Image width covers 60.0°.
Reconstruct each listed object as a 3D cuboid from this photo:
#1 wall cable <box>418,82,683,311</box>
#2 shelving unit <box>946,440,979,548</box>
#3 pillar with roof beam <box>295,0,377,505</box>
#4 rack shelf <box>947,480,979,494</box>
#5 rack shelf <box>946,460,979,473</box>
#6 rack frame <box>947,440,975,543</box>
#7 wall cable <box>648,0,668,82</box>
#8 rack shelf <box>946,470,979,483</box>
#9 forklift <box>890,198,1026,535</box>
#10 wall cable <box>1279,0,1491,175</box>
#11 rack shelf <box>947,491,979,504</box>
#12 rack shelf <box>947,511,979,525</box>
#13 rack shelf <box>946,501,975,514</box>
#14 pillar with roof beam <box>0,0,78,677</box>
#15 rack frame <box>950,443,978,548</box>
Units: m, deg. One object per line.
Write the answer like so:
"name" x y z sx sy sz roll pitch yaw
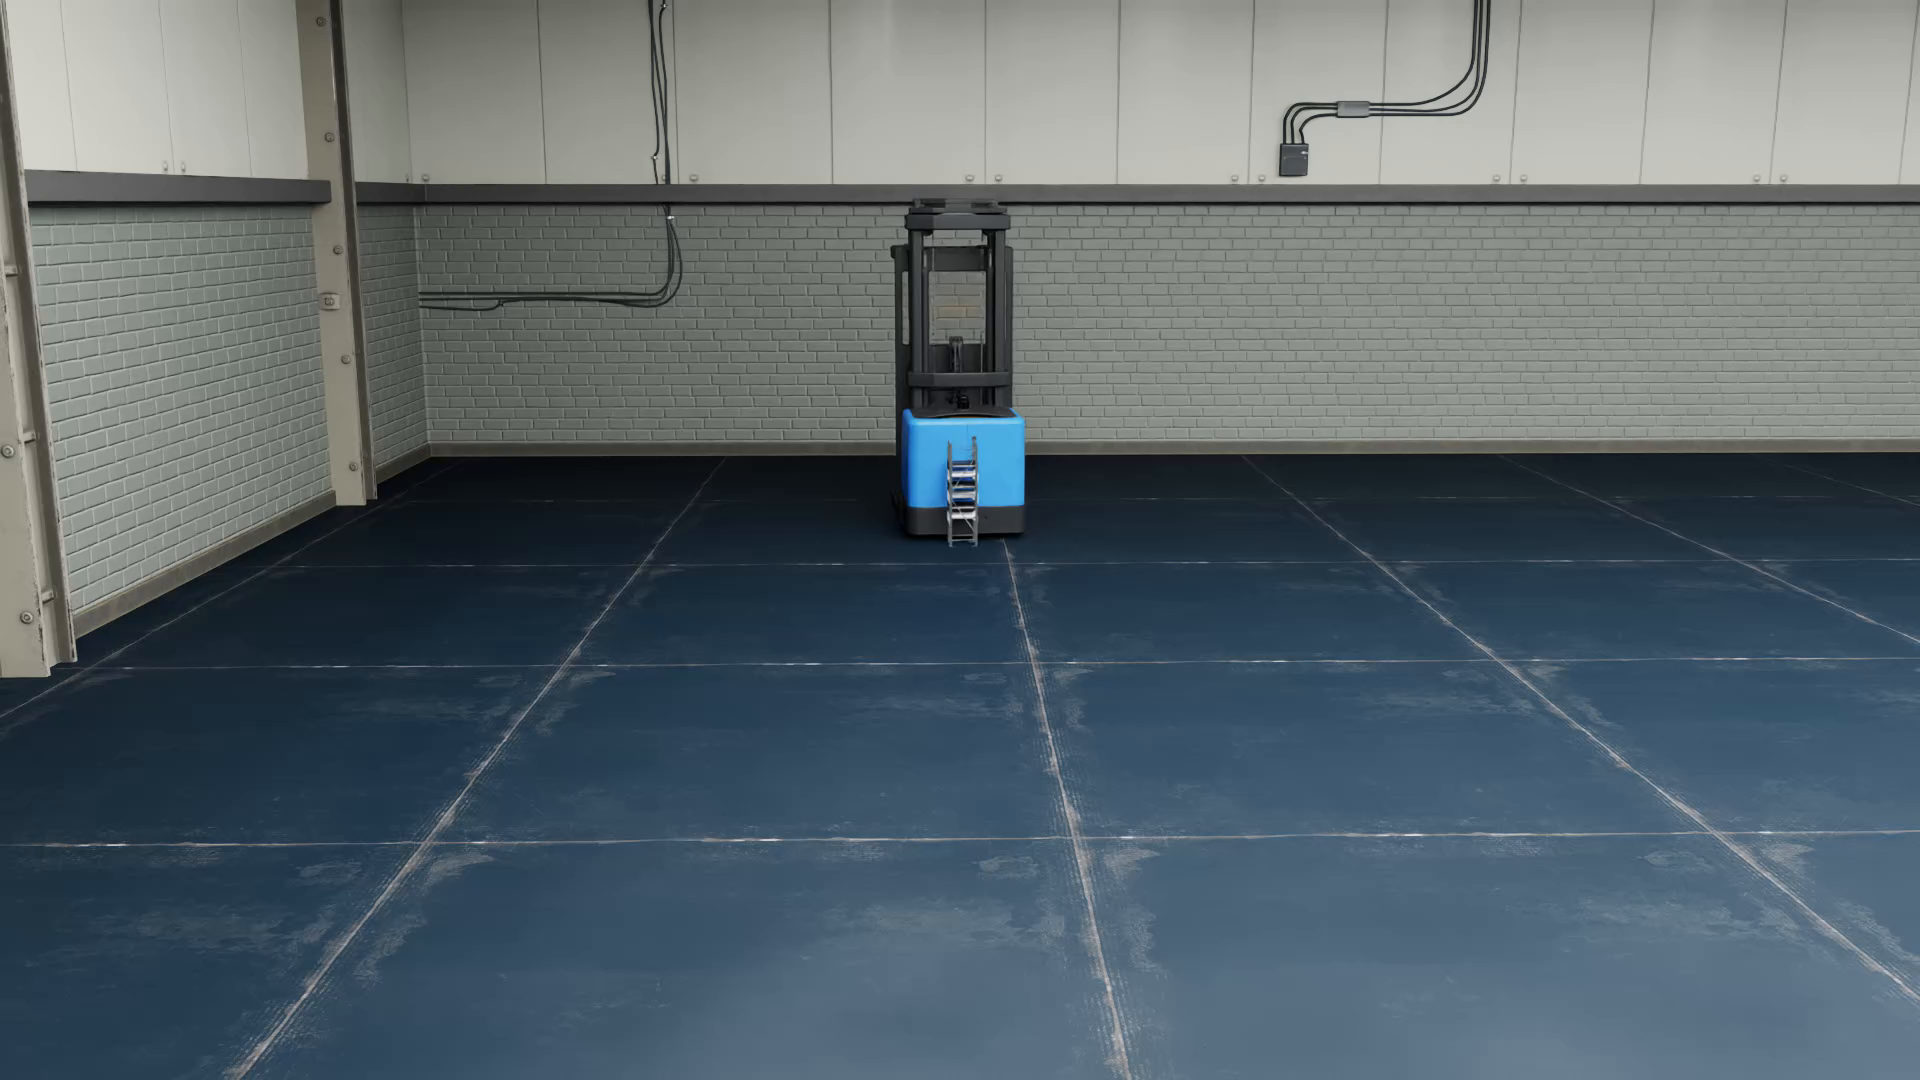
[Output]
"wall cable" -4.710 -3.857 18.750 3.097 2.526 0.112 0 11 -1
"shelving unit" 0.021 -0.399 14.265 0.258 0.900 0.210 -1 12 -5
"pillar with roof beam" -1.667 -4.806 15.615 9.100 9.000 0.400 0 11 -1
"rack shelf" 0.021 -0.455 14.254 0.258 0.077 0.200 -1 12 -5
"rack shelf" 0.021 -0.631 14.218 0.258 0.077 0.200 -1 12 -5
"rack frame" 0.012 -0.420 14.364 0.240 0.900 0.006 -1 12 -5
"wall cable" -2.005 -6.344 18.303 3.097 2.526 0.112 0 11 -1
"rack shelf" 0.021 -0.543 14.236 0.258 0.077 0.200 -1 12 -5
"forklift" -0.080 -1.717 15.652 1.130 2.935 3.031 -1 12 -5
"wall cable" 4.782 -7.082 18.280 2.305 6.003 0.169 0 11 -1
"rack shelf" 0.021 -0.367 14.272 0.258 0.077 0.200 -1 12 -5
"rack shelf" 0.021 -0.190 14.307 0.258 0.077 0.200 -1 12 -5
"rack shelf" 0.021 -0.279 14.290 0.258 0.077 0.200 -1 12 -5
"pillar with roof beam" -1.543 -3.613 9.736 9.100 9.000 0.400 0 11 -1
"rack frame" 0.031 -0.379 14.166 0.240 0.900 0.006 -1 12 -5
